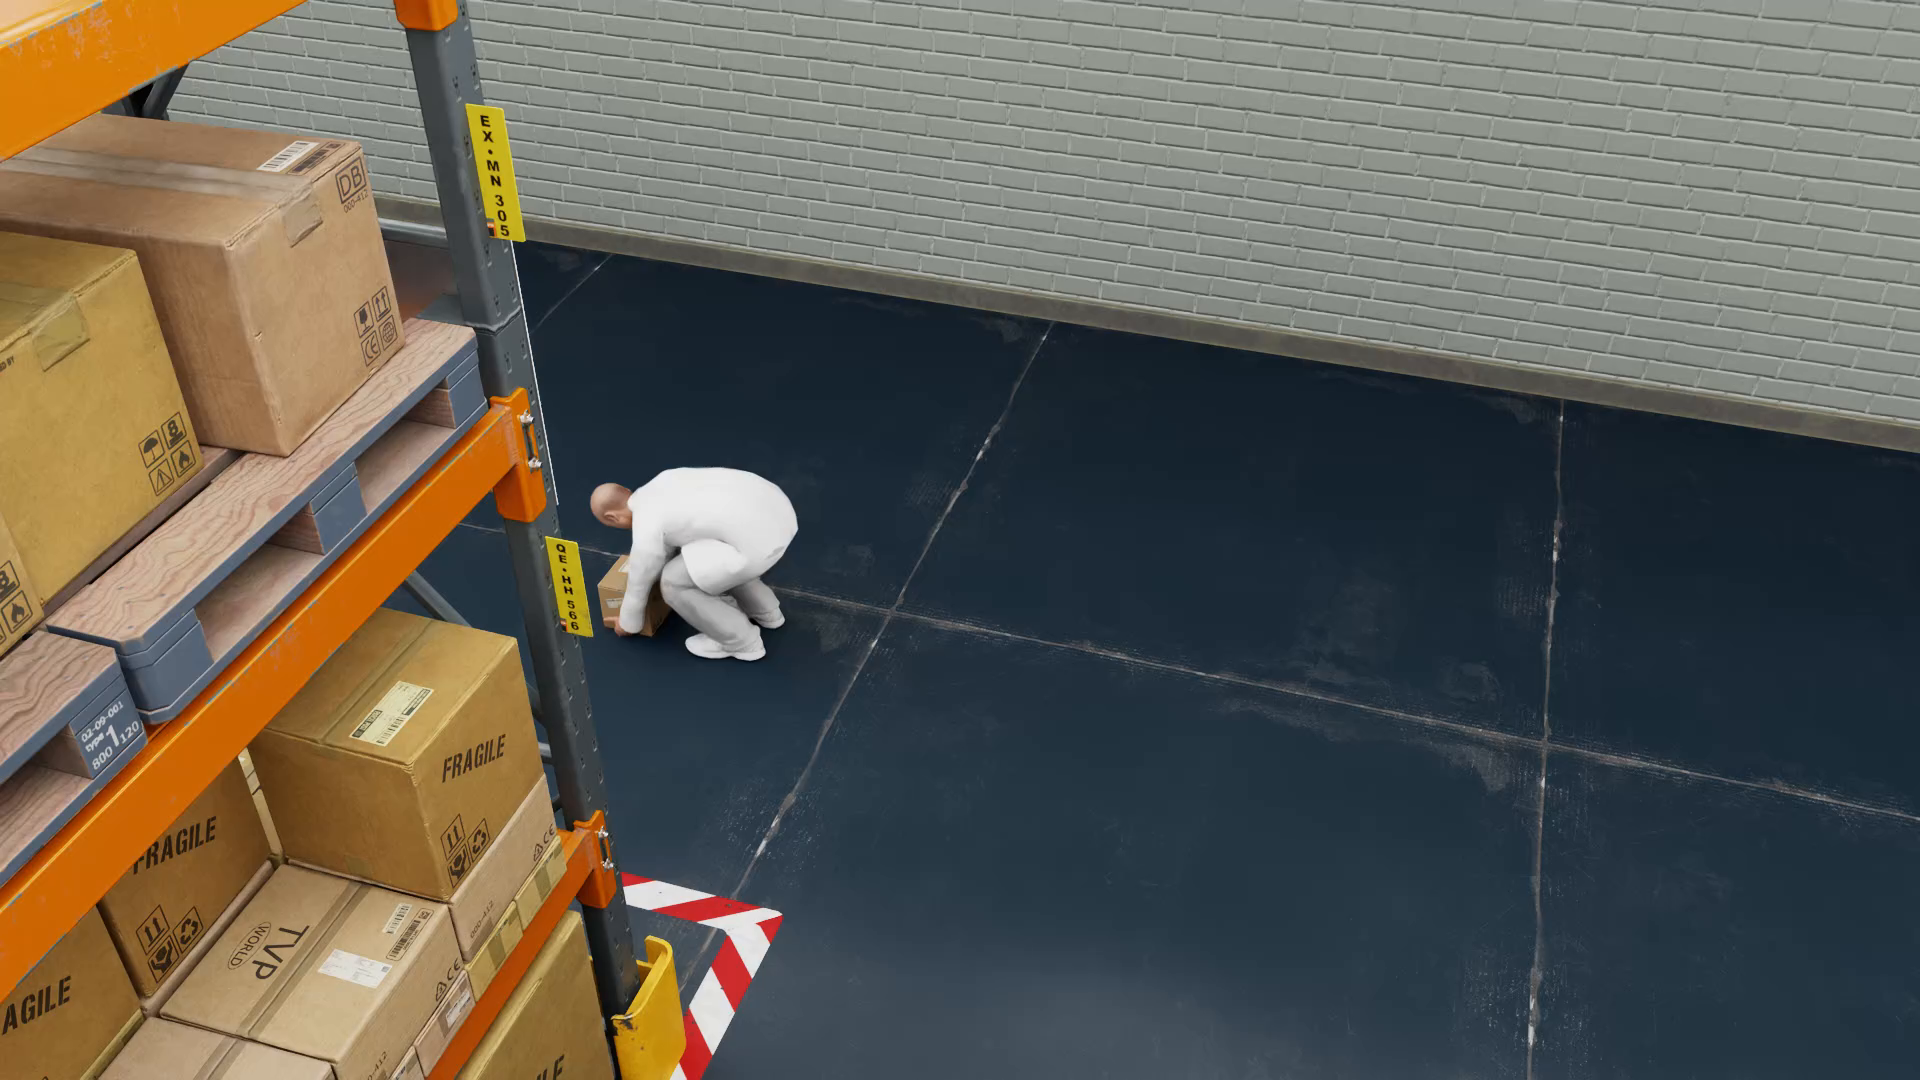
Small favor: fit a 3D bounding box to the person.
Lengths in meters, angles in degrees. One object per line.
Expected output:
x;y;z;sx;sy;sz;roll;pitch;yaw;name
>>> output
-1.195;0.078;7.579;0.953;0.887;0.590;9;38;12;person
